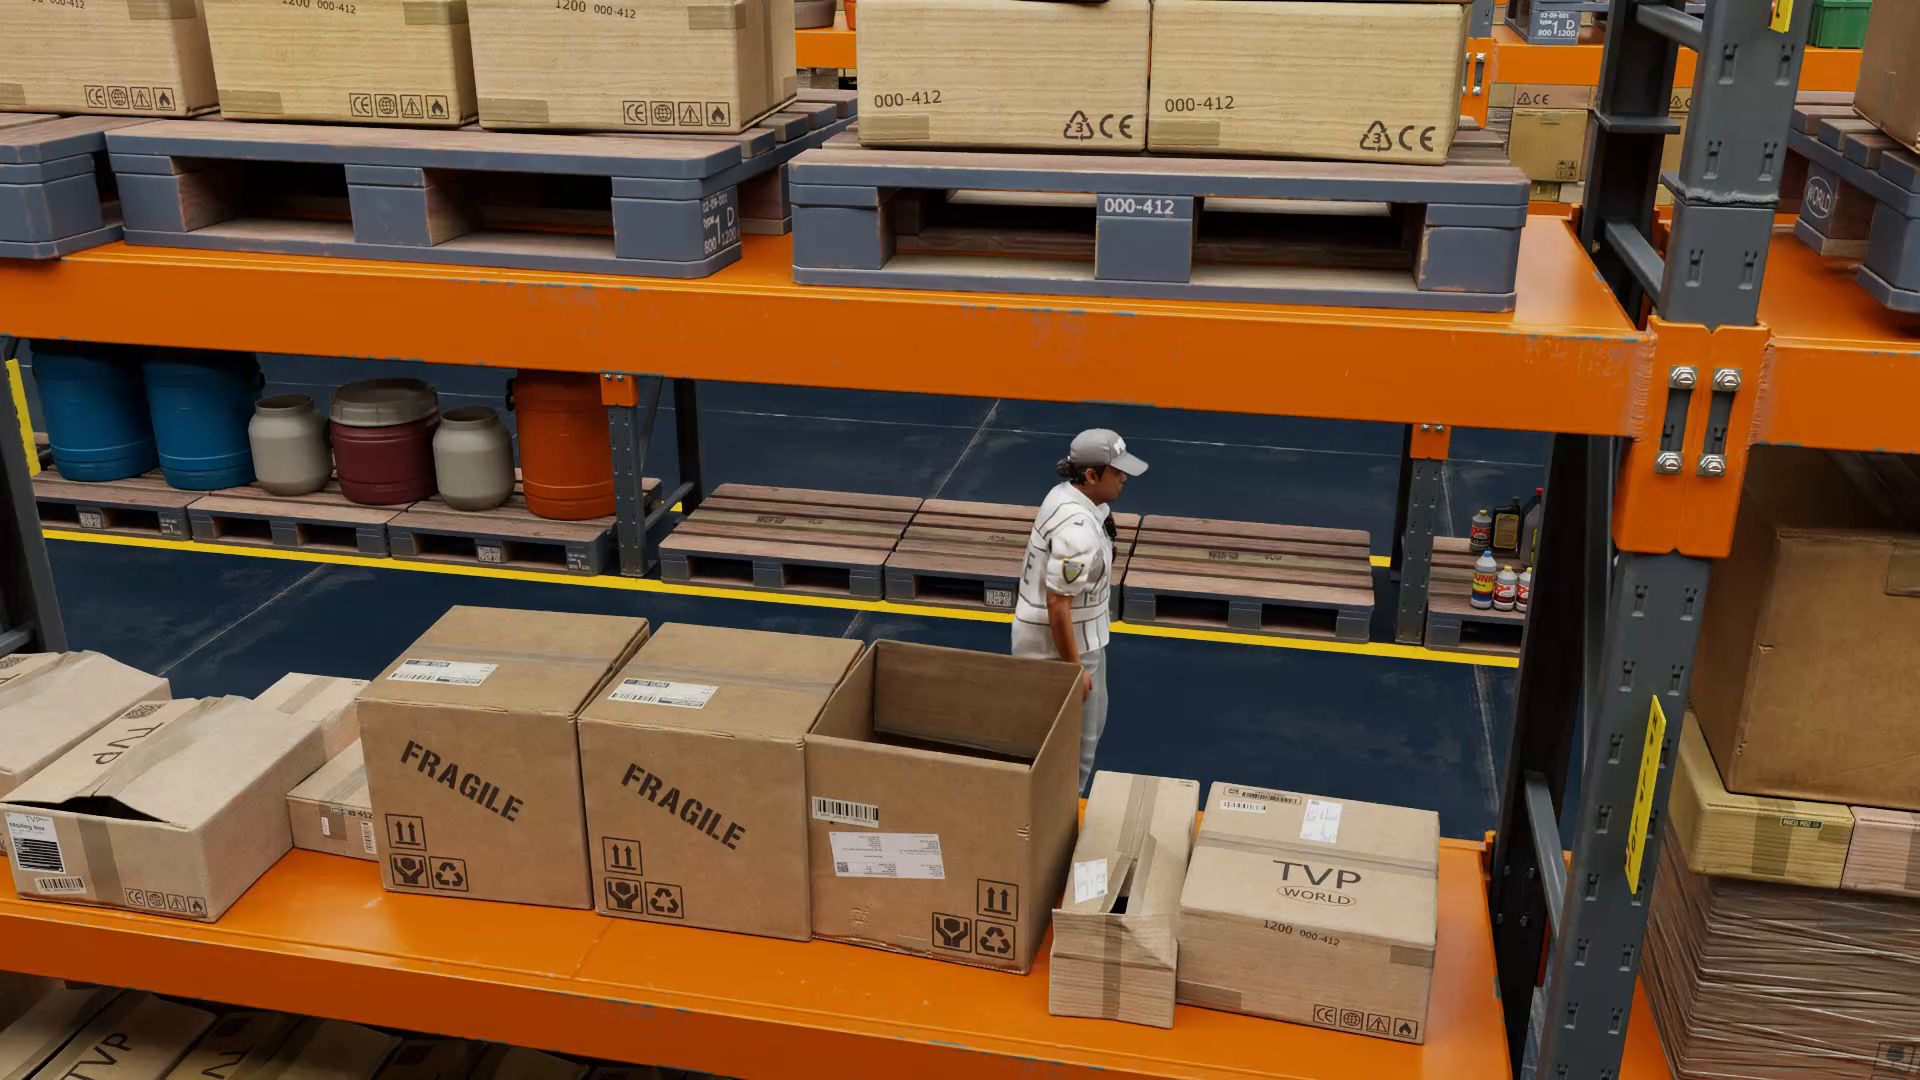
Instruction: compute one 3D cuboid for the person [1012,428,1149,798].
[{"bbox_3d":[0.425,0.397,6.079,0.465,1.667,0.564,3,22,8],"label":"person"}]
